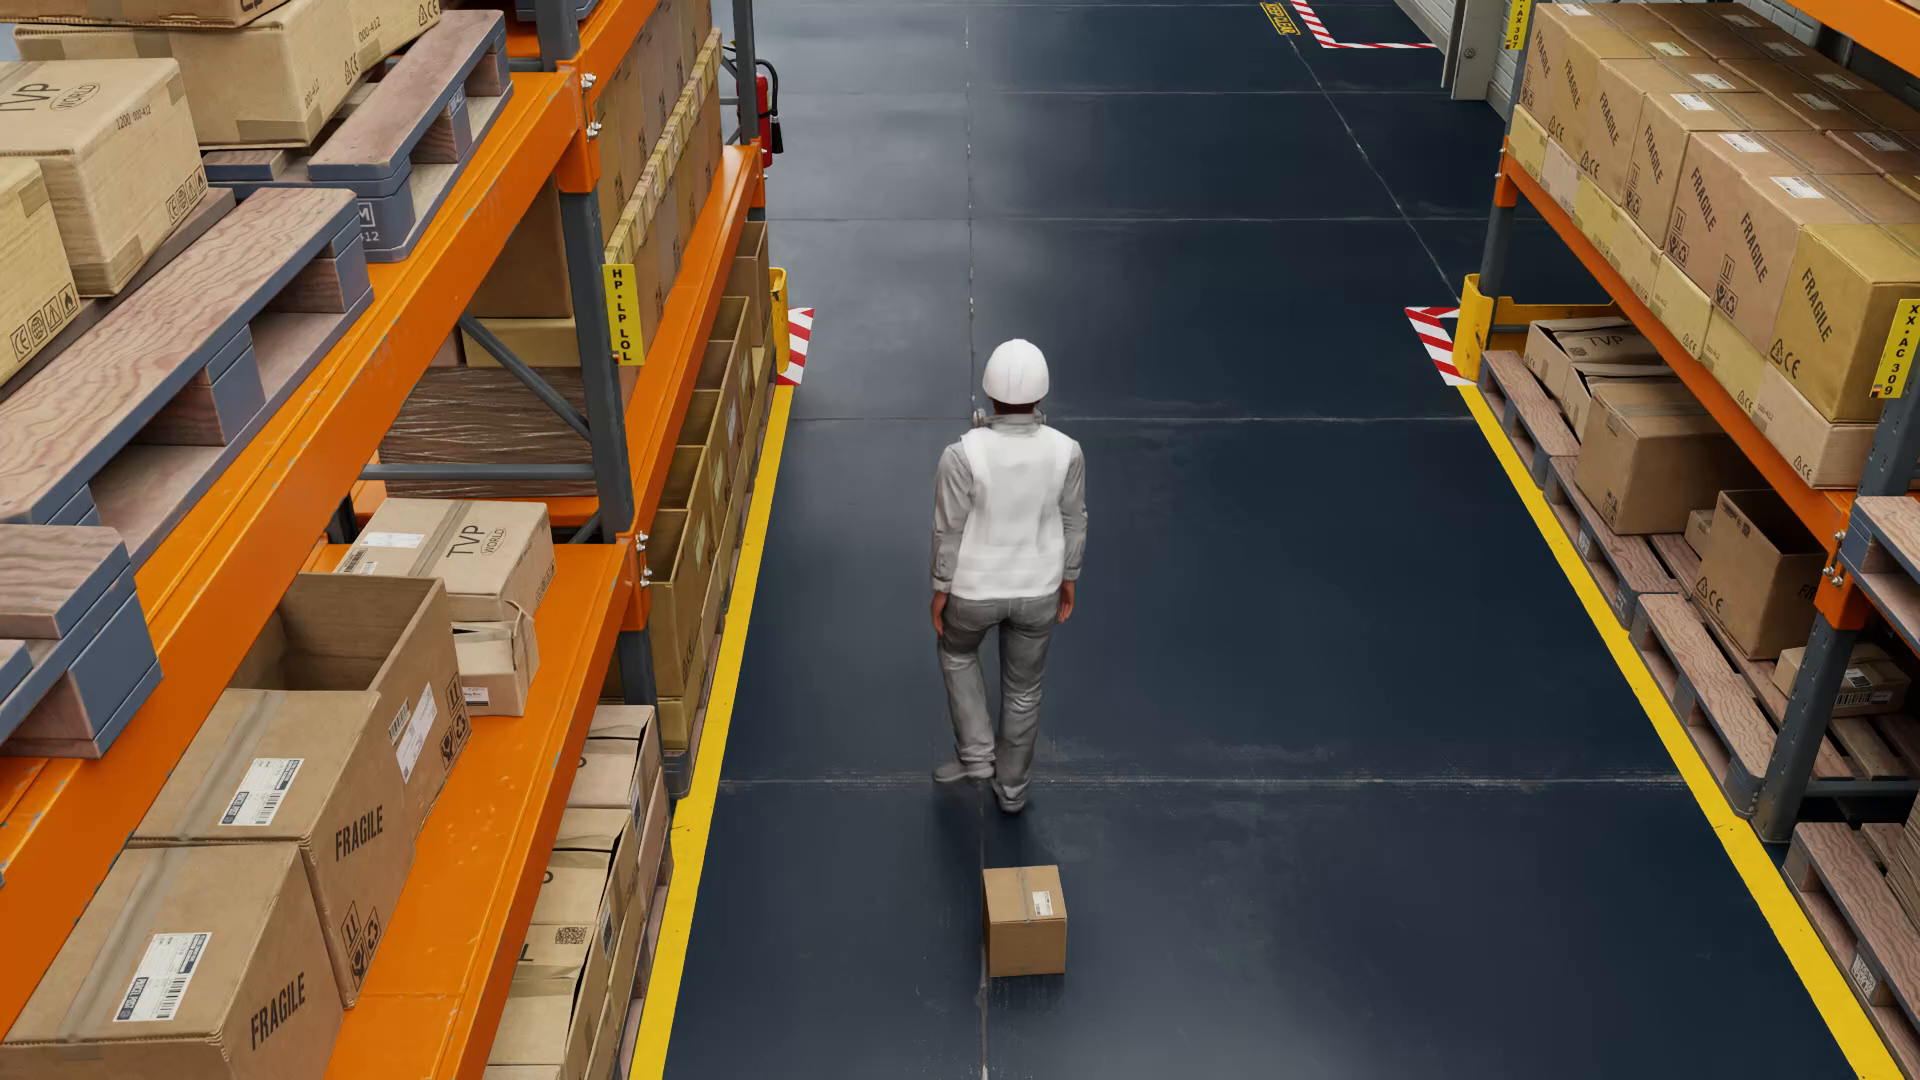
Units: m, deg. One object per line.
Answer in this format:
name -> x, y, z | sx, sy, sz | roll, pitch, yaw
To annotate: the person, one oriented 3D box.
person -> 0.170, 0.148, 5.869 | 0.561, 1.794, 0.534 | -3, 31, -5
